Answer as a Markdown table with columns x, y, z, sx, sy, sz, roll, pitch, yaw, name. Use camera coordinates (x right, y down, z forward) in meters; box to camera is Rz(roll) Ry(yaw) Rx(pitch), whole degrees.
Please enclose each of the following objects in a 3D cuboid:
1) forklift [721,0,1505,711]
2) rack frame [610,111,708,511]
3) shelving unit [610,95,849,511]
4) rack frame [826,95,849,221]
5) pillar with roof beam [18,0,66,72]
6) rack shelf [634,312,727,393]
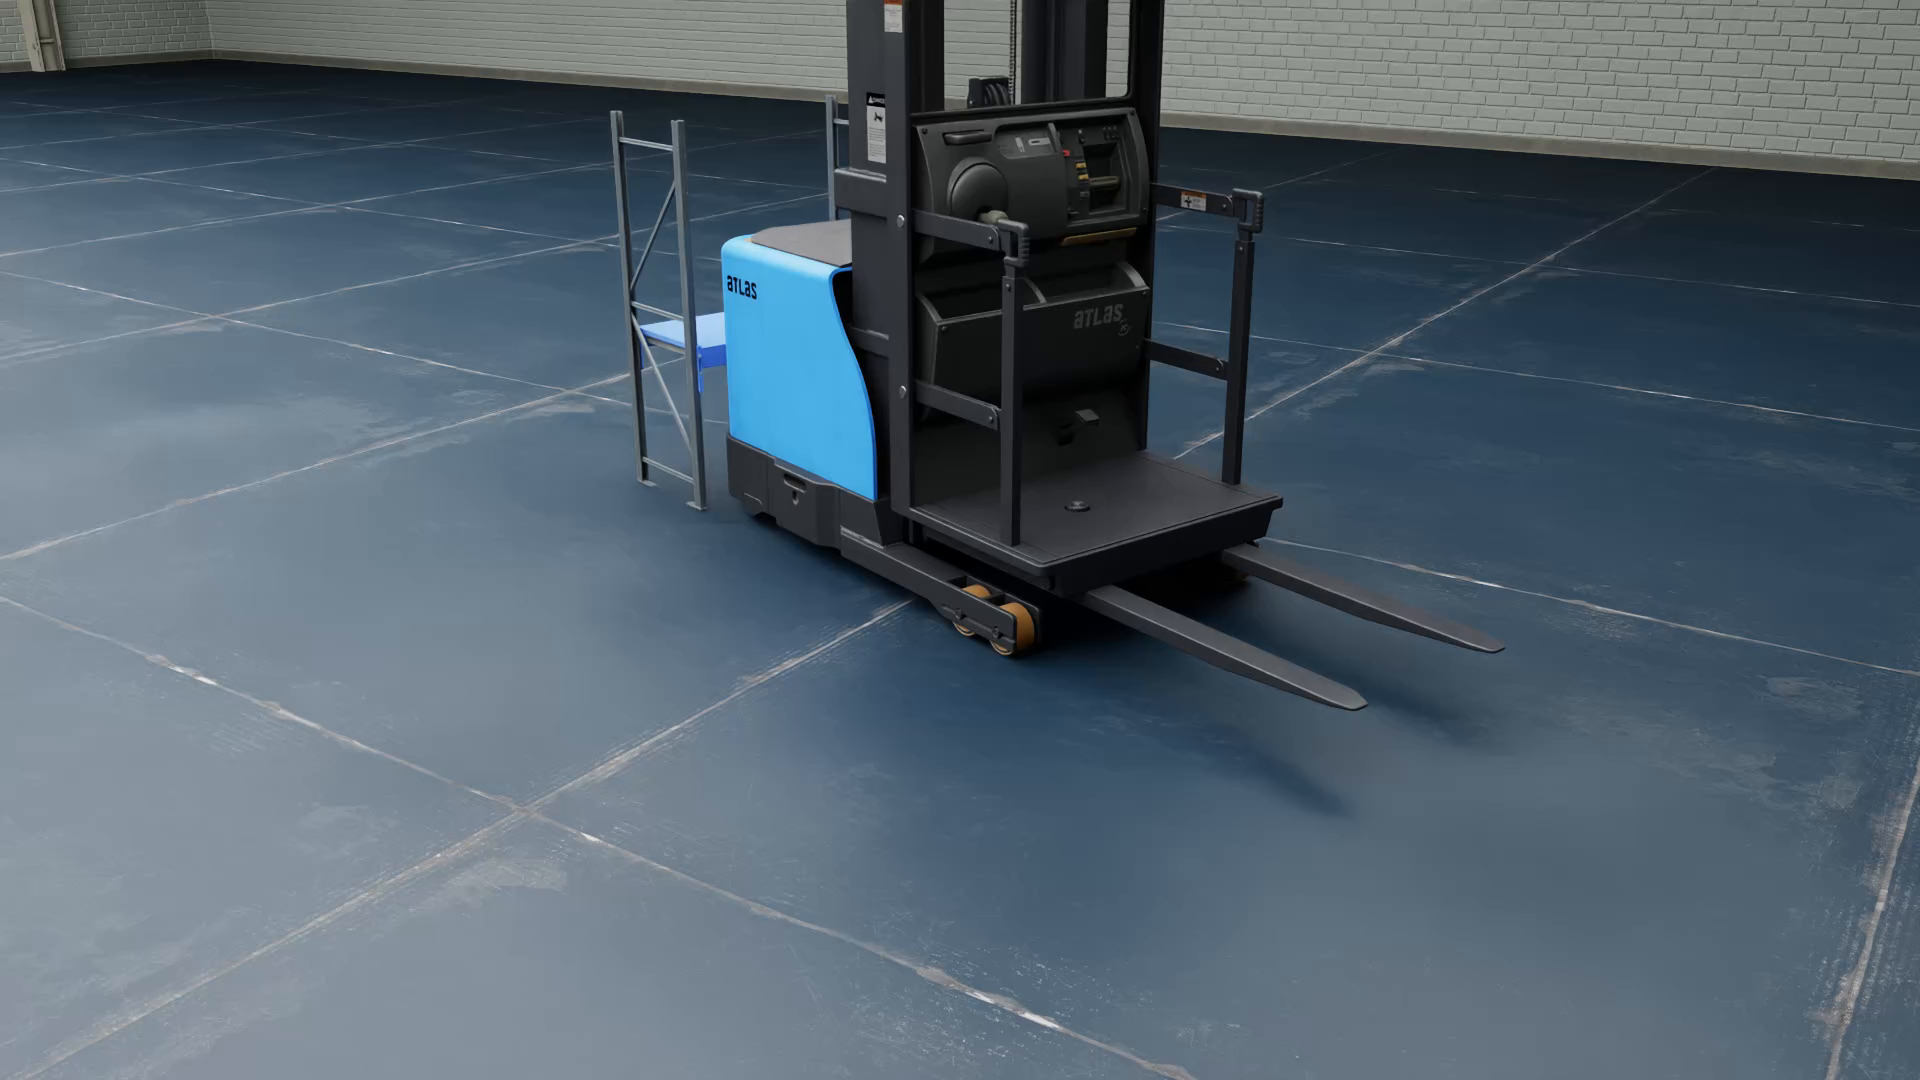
| x | y | z | sx | sy | sz | roll | pitch | yaw | name |
| --- | --- | --- | --- | --- | --- | --- | --- | --- | --- |
| 0.384 | -1.202 | 5.290 | 1.130 | 2.935 | 3.031 | -15 | 25 | -35 | forklift |
| -1.174 | -0.886 | 6.494 | 0.032 | 1.500 | 0.500 | -16 | 25 | -37 | rack frame |
| -0.784 | -0.999 | 6.800 | 1.048 | 1.500 | 0.538 | -16 | 25 | -37 | shelving unit |
| -0.393 | -1.112 | 7.105 | 0.032 | 1.500 | 0.500 | -16 | 25 | -37 | rack frame |
| -10.950 | -10.859 | 22.651 | 9.100 | 9.000 | 0.400 | 13 | 24 | 32 | pillar with roof beam |
| -0.783 | -0.830 | 6.861 | 1.000 | 0.185 | 0.538 | -16 | 25 | -37 | rack shelf |
